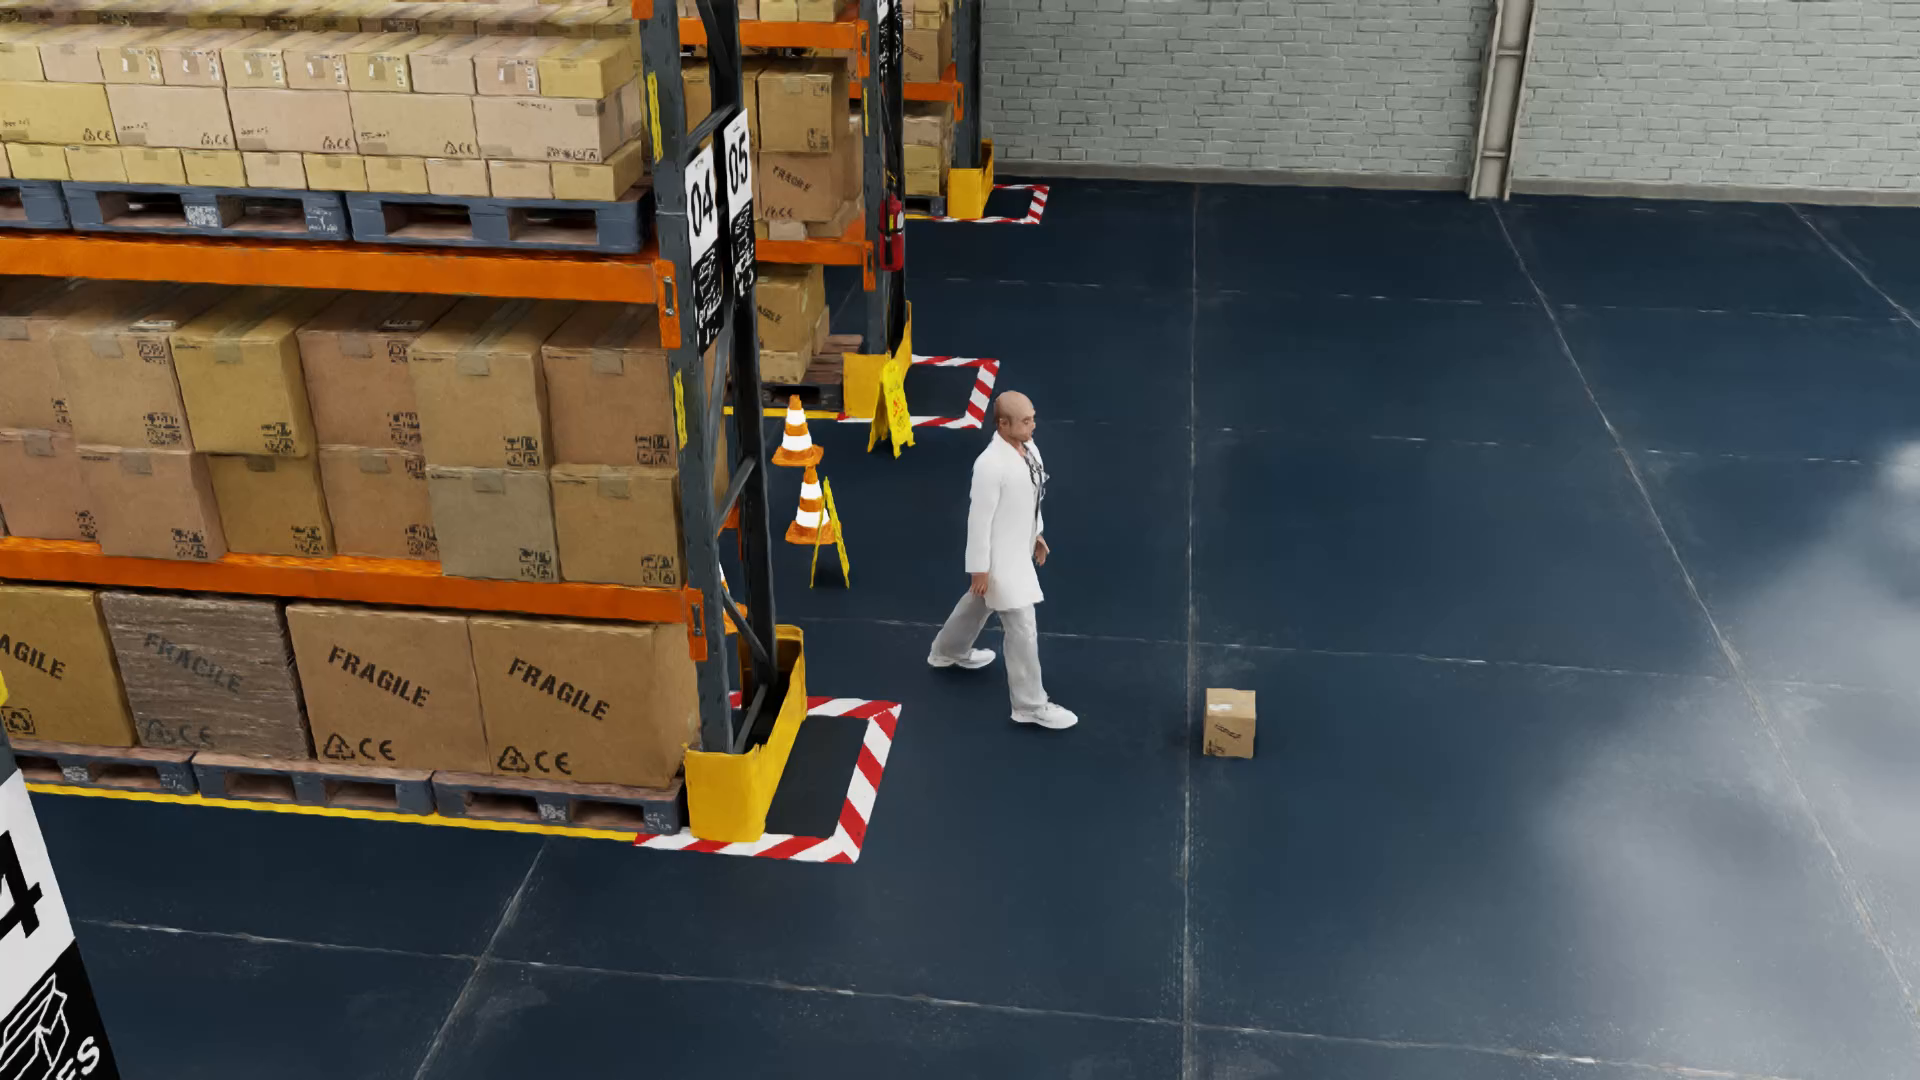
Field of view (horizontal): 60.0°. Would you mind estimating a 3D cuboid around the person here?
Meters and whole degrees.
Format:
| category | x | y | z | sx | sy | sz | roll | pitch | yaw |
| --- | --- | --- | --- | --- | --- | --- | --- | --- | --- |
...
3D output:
| category | x | y | z | sx | sy | sz | roll | pitch | yaw |
| --- | --- | --- | --- | --- | --- | --- | --- | --- | --- |
| person | 0.235 | 0.053 | 8.540 | 0.927 | 1.759 | 0.585 | 8 | 29 | 15 |
